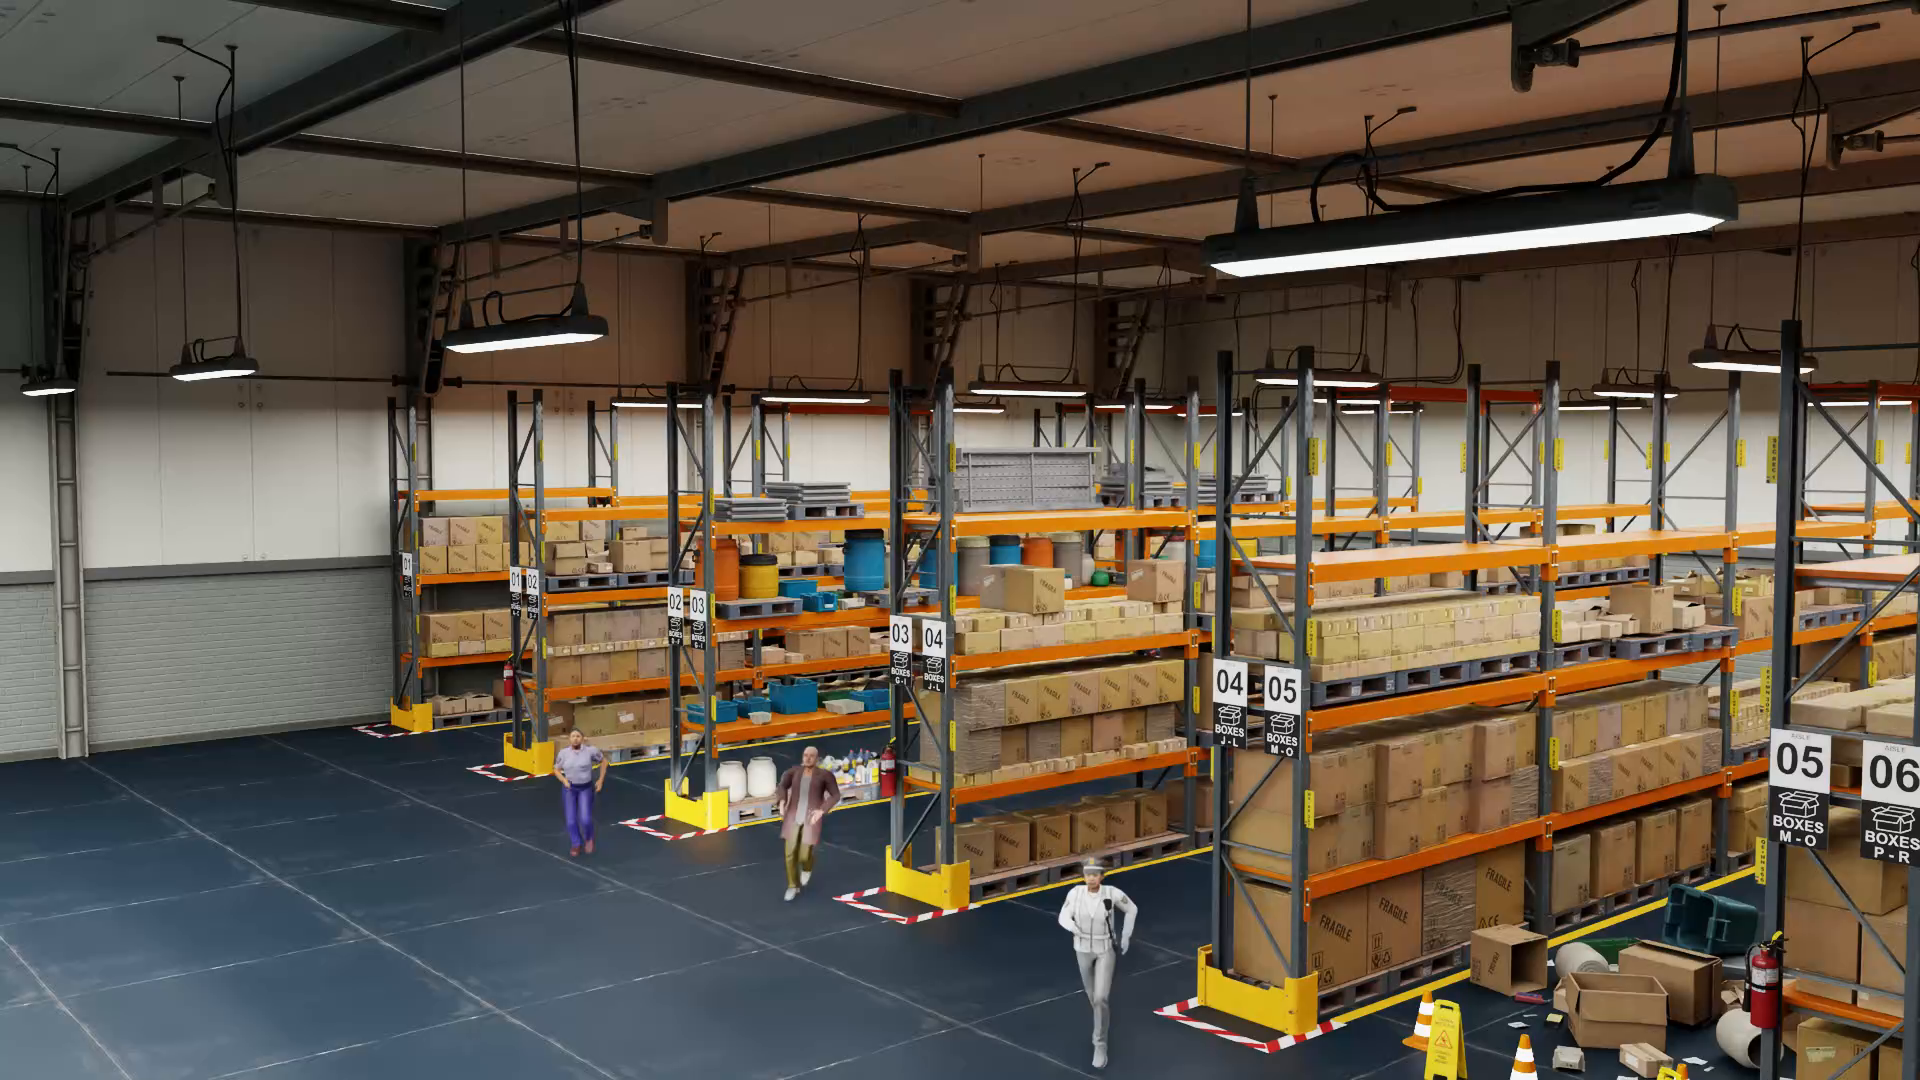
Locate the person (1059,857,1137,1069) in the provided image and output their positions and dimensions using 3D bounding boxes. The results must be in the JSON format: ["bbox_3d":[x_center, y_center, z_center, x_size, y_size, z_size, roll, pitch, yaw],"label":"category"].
[{"bbox_3d":[1.158,3.506,14.109,0.626,1.723,0.805,1,4,20],"label":"person"}]

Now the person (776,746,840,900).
[{"bbox_3d":[-1.741,3.203,19.013,0.746,1.725,0.697,1,3,14],"label":"person"}]

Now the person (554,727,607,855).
[{"bbox_3d":[-4.743,3.142,20.731,0.631,1.612,0.599,0,3,-6],"label":"person"}]
